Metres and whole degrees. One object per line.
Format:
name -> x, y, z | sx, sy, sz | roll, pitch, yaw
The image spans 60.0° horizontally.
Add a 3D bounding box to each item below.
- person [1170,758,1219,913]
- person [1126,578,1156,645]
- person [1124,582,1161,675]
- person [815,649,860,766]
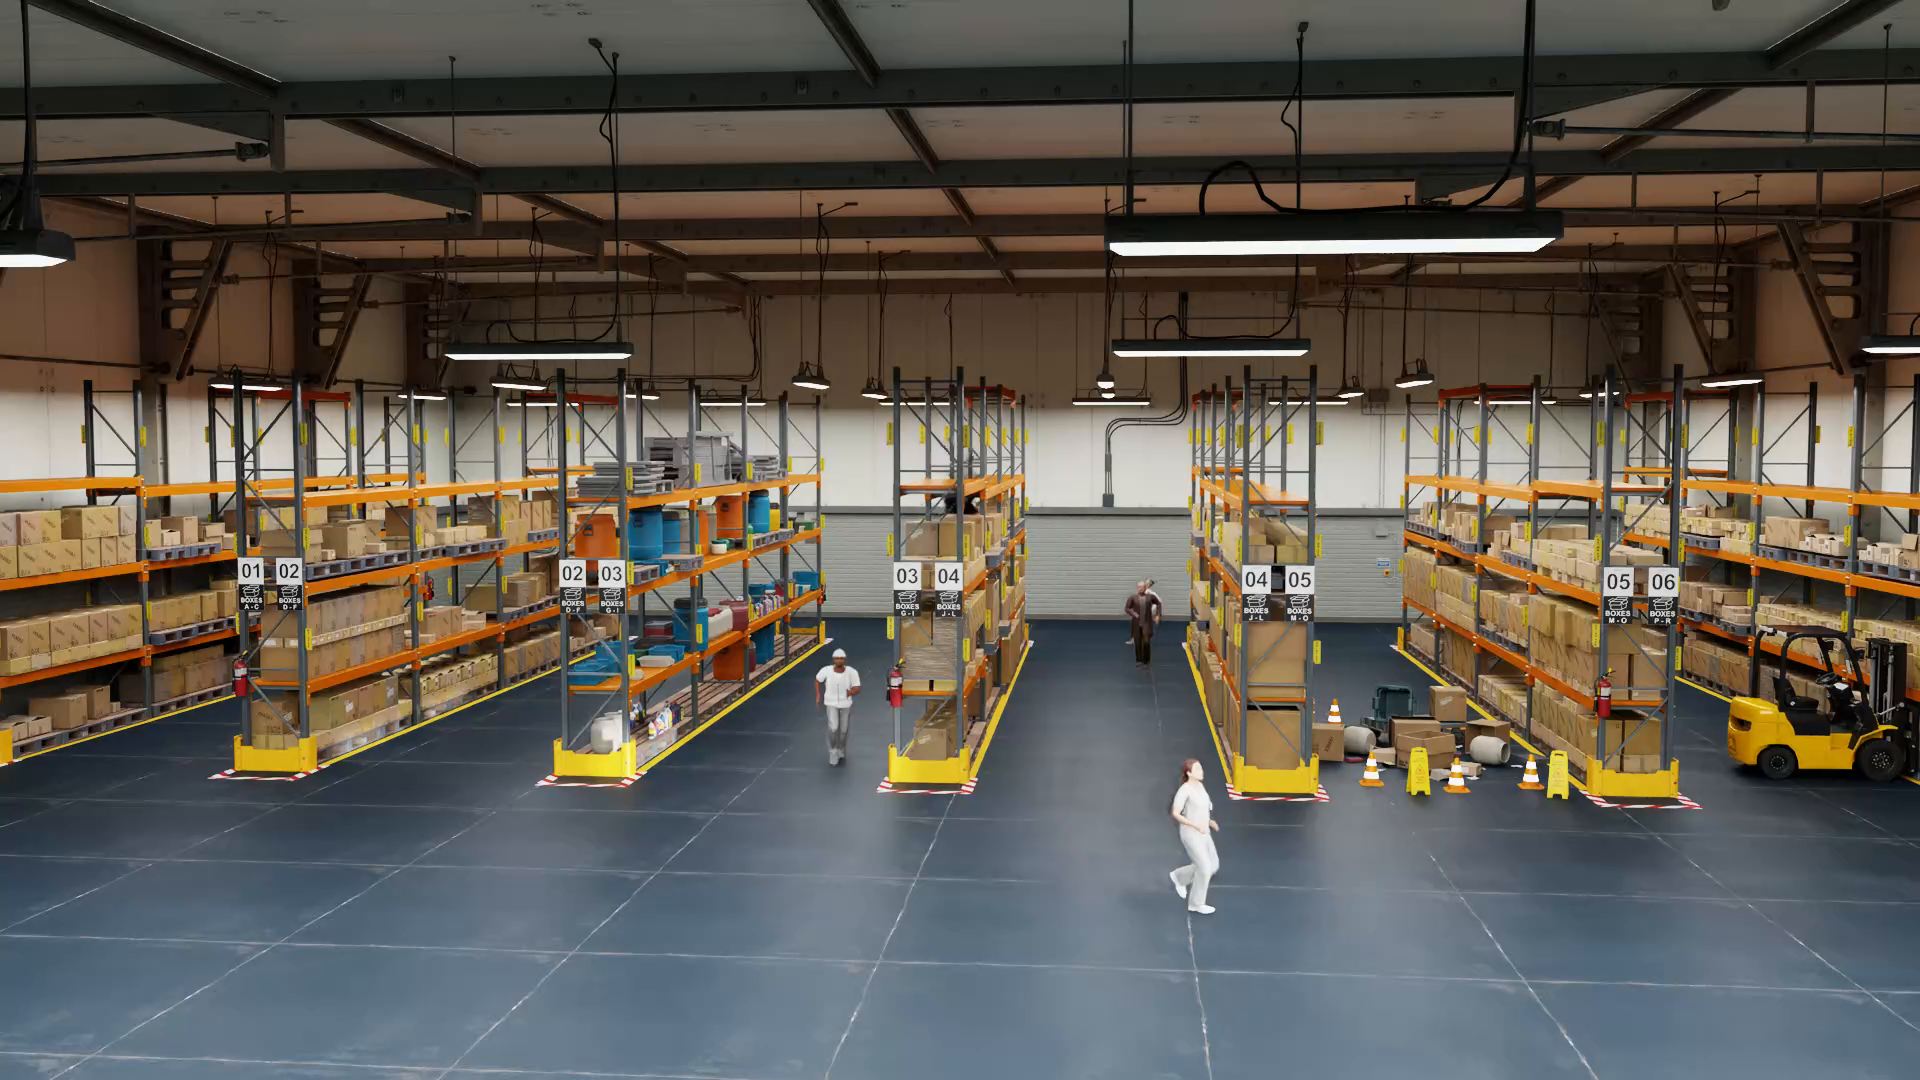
person -> 2.437, 3.099, 17.525 | 0.593, 1.617, 0.562 | 3, 5, 39
person -> 4.364, 1.711, 39.841 | 0.642, 1.607, 0.680 | -2, 4, -33
person -> 3.701, 1.781, 33.674 | 0.740, 1.883, 0.770 | 0, 4, 8
person -> -1.856, 2.549, 25.372 | 0.669, 1.786, 0.809 | -1, 4, -11
